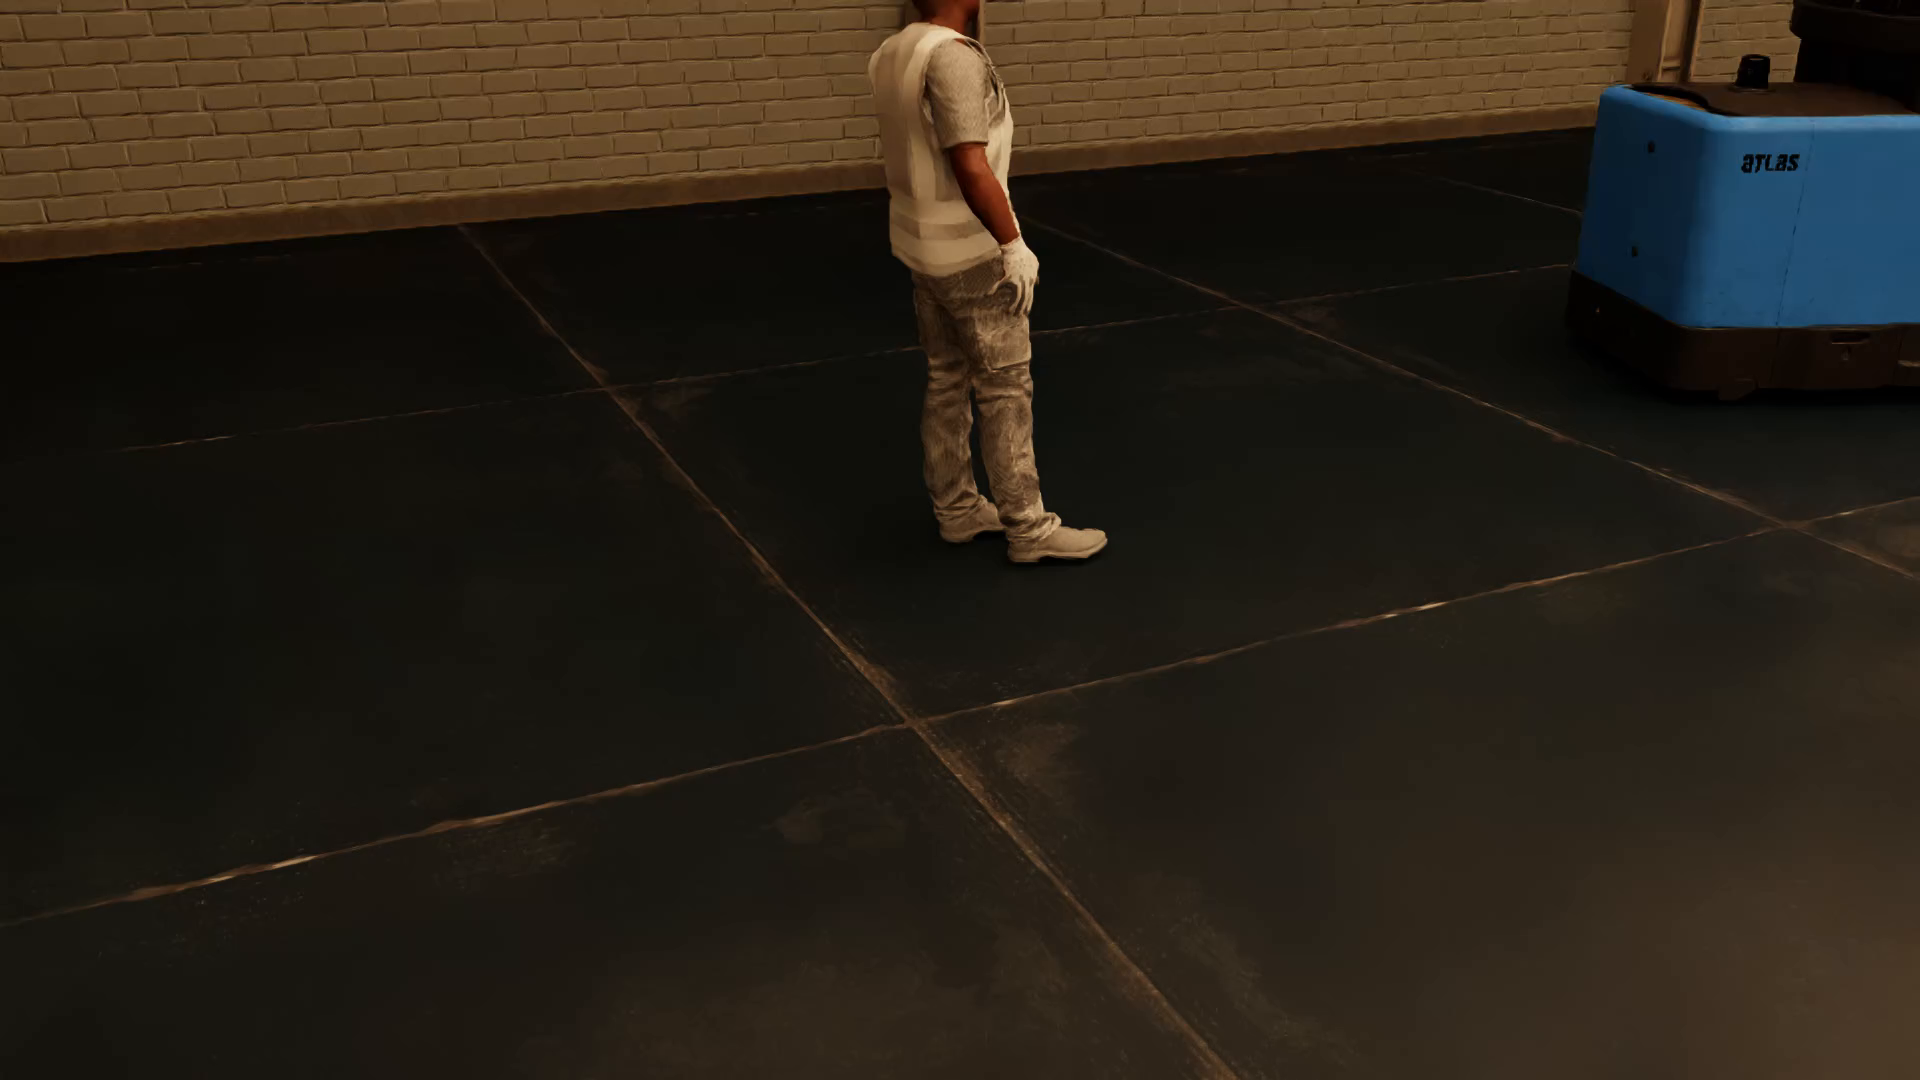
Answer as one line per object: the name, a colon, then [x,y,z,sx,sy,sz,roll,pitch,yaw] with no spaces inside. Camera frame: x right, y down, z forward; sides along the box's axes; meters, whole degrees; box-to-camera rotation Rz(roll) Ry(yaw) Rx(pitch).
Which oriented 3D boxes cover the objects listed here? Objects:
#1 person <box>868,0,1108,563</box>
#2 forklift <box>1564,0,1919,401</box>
person: [0.069,-0.839,4.784,0.576,1.782,0.655,-10,25,-23]
forklift: [4.145,-2.099,6.338,3.031,2.935,1.130,-2,23,-5]
